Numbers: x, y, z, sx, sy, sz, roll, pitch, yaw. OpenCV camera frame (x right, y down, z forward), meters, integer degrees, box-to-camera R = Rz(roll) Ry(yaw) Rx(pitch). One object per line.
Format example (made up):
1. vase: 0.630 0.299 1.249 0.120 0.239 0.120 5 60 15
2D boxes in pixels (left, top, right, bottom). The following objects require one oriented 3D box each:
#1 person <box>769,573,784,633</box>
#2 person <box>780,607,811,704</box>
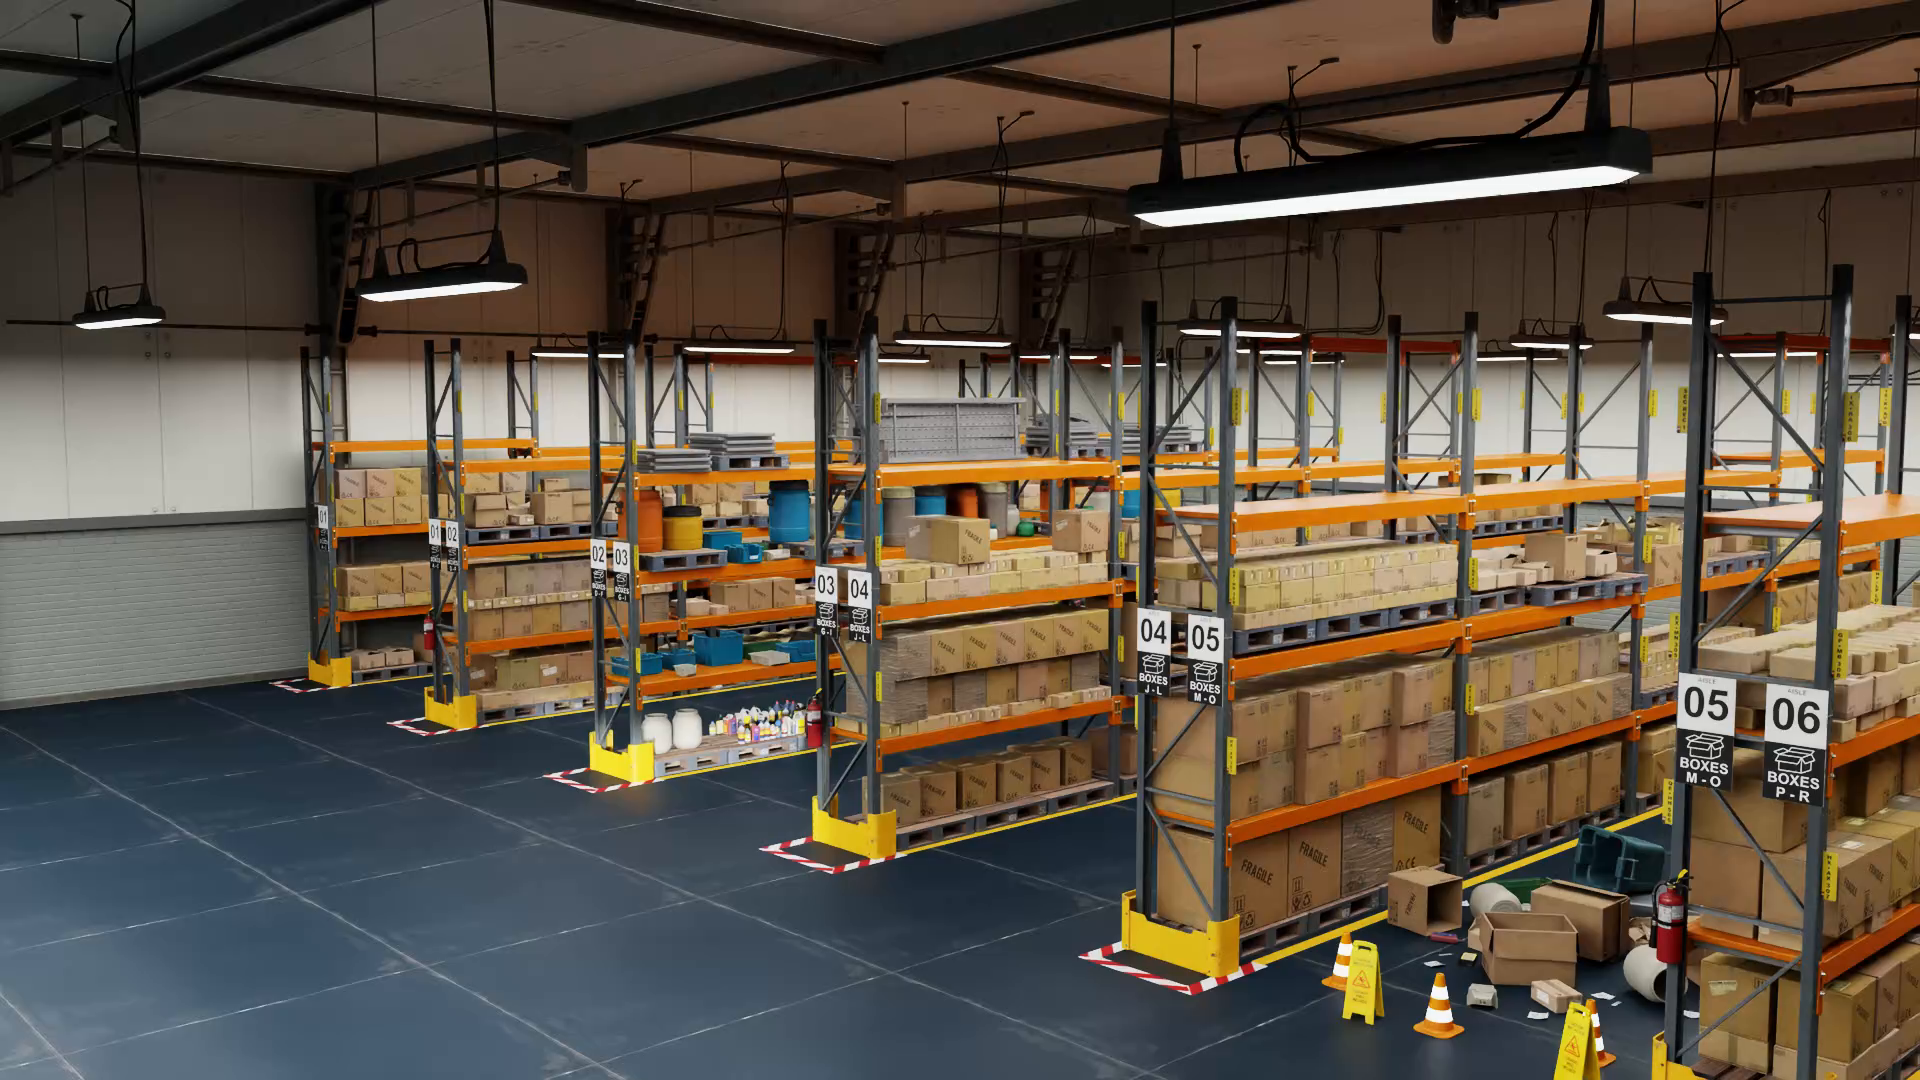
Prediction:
1. person: -3.618 1.443 33.252 0.571 1.622 0.846 3 6 29
2. person: -2.720 1.931 27.631 0.544 1.605 0.552 3 6 28
